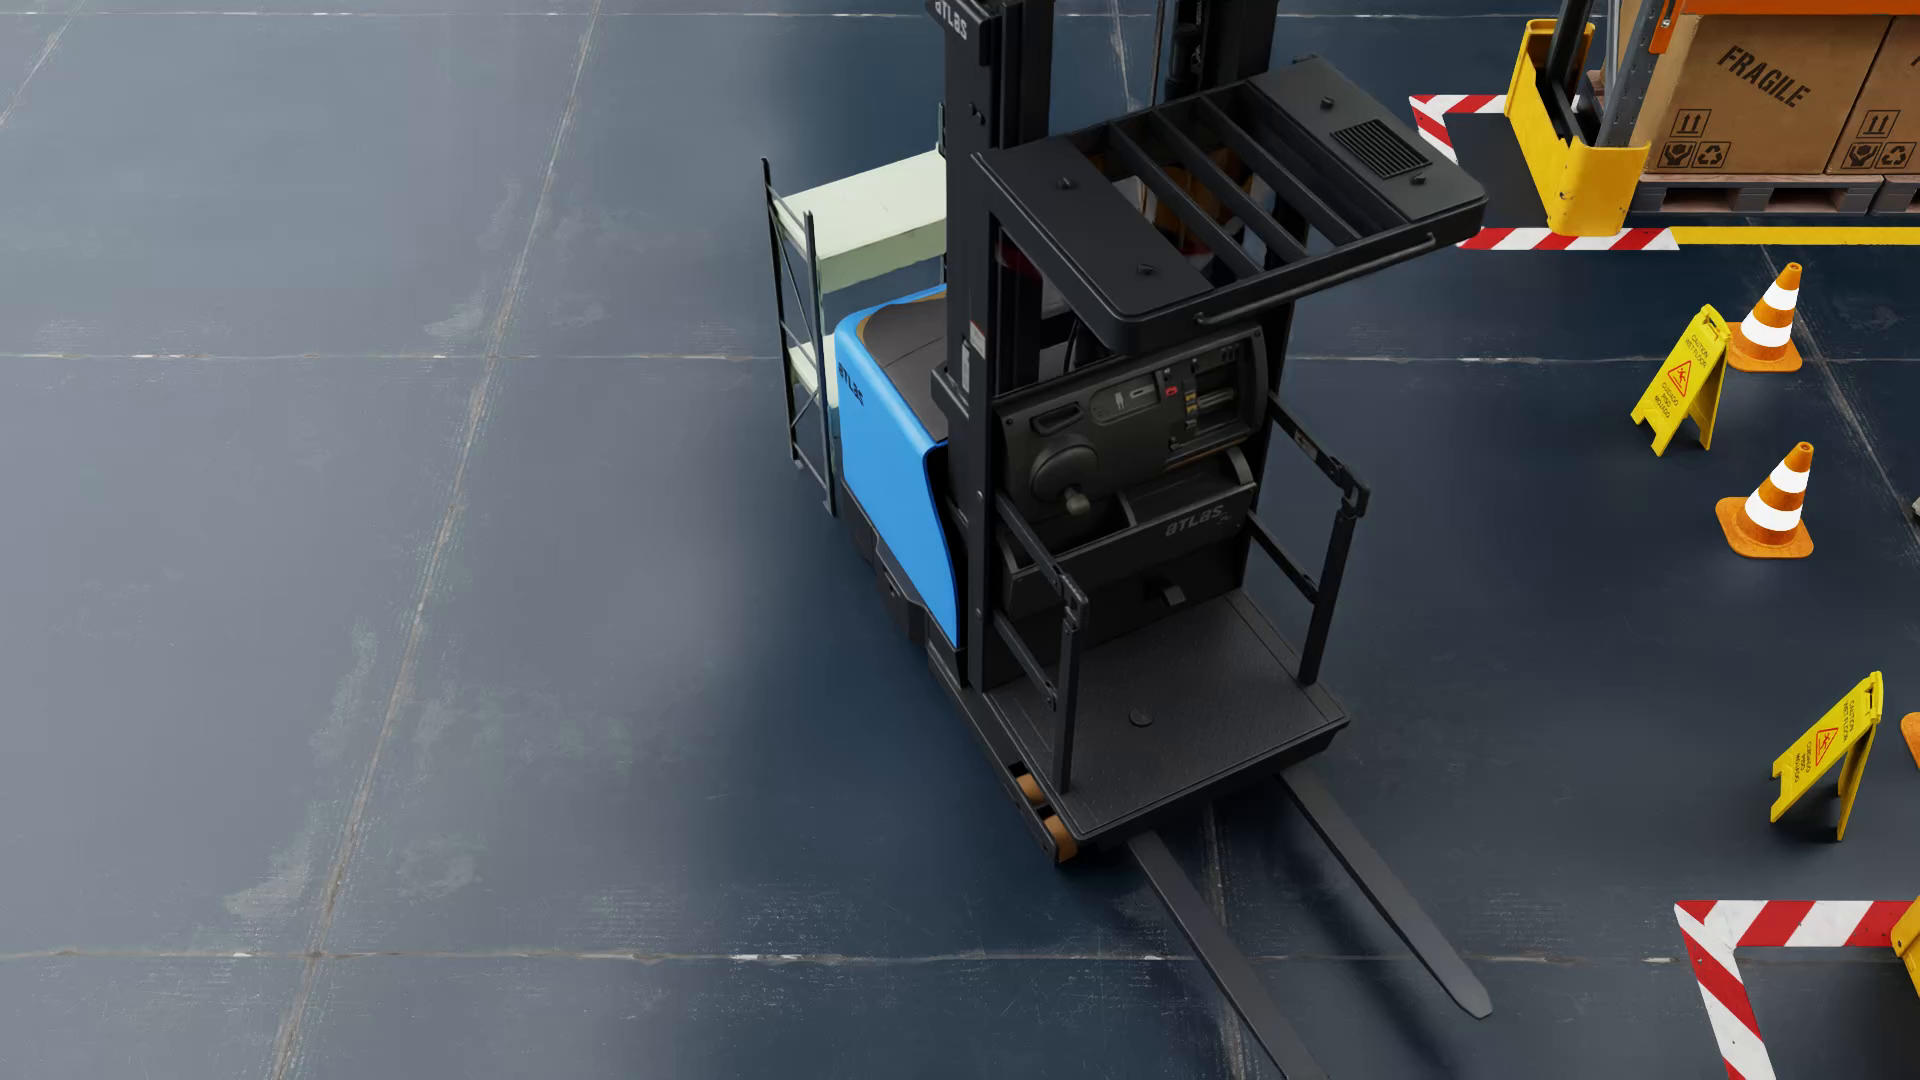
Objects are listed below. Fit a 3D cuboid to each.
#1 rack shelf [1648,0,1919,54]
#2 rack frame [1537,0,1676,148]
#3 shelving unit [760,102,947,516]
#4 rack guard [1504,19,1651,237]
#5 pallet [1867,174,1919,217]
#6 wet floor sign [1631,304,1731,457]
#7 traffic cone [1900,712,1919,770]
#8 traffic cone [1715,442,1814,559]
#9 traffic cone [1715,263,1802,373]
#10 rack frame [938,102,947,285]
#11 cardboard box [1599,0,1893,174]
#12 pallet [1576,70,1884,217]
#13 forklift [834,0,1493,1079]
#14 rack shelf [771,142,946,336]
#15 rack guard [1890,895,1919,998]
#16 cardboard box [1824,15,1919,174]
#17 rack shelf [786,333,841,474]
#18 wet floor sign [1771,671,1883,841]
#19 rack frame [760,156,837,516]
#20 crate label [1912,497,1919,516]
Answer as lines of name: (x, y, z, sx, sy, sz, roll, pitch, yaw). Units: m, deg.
rack shelf: (5.099, -2.684, 7.691, 4.000, 0.370, 1.077, 0, 47, 0)
rack frame: (3.099, -2.935, 7.432, 0.127, 3.000, 1.000, 0, 47, 0)
shelving unit: (-0.295, -0.870, 6.536, 0.755, 1.500, 0.431, -22, 51, -19)
rack guard: (3.075, -2.083, 8.347, 0.348, 0.500, 1.175, 0, 47, 0)
pallet: (5.116, -2.034, 8.499, 1.213, 0.211, 1.003, 0, 47, 0)
wet floor sign: (3.063, -0.683, 6.945, 0.232, 0.644, 0.267, -7, 47, -7)
traffic cone: (3.617, 0.610, 5.866, 0.334, 0.463, 0.336, 0, 47, 0)
traffic cone: (3.281, -0.203, 6.623, 0.334, 0.463, 0.336, 0, 47, 0)
traffic cone: (3.625, -1.030, 7.392, 0.334, 0.463, 0.336, 0, 47, 0)
rack frame: (0.025, -1.001, 6.657, 0.023, 1.500, 0.400, -22, 51, -19)
cardboard box: (3.778, -2.400, 8.100, 0.875, 0.875, 0.875, 0, 47, 0)
pallet: (3.899, -2.040, 8.504, 1.213, 0.211, 1.003, 0, 47, 0)
forklift: (0.648, -0.273, 5.002, 1.130, 2.935, 3.031, -21, 50, -18)
rack shelf: (-0.295, -1.136, 6.250, 0.720, 0.370, 0.431, -22, 51, -19)
rack guard: (3.258, 1.541, 4.974, 0.348, 0.500, 1.175, 0, 47, 0)
cardboard box: (4.658, -2.400, 8.099, 0.875, 0.875, 0.875, -1, 47, 0)
rack shelf: (-0.295, -0.648, 6.774, 0.720, 0.370, 0.431, -22, 51, -19)
wet floor sign: (2.996, 0.707, 5.651, 0.232, 0.644, 0.267, 15, 49, 14)
rack frame: (-0.614, -0.740, 6.414, 0.023, 1.500, 0.400, -22, 51, -19)
crate label: (4.067, -0.136, 6.783, 0.298, 0.136, 0.250, -23, 51, -20)
